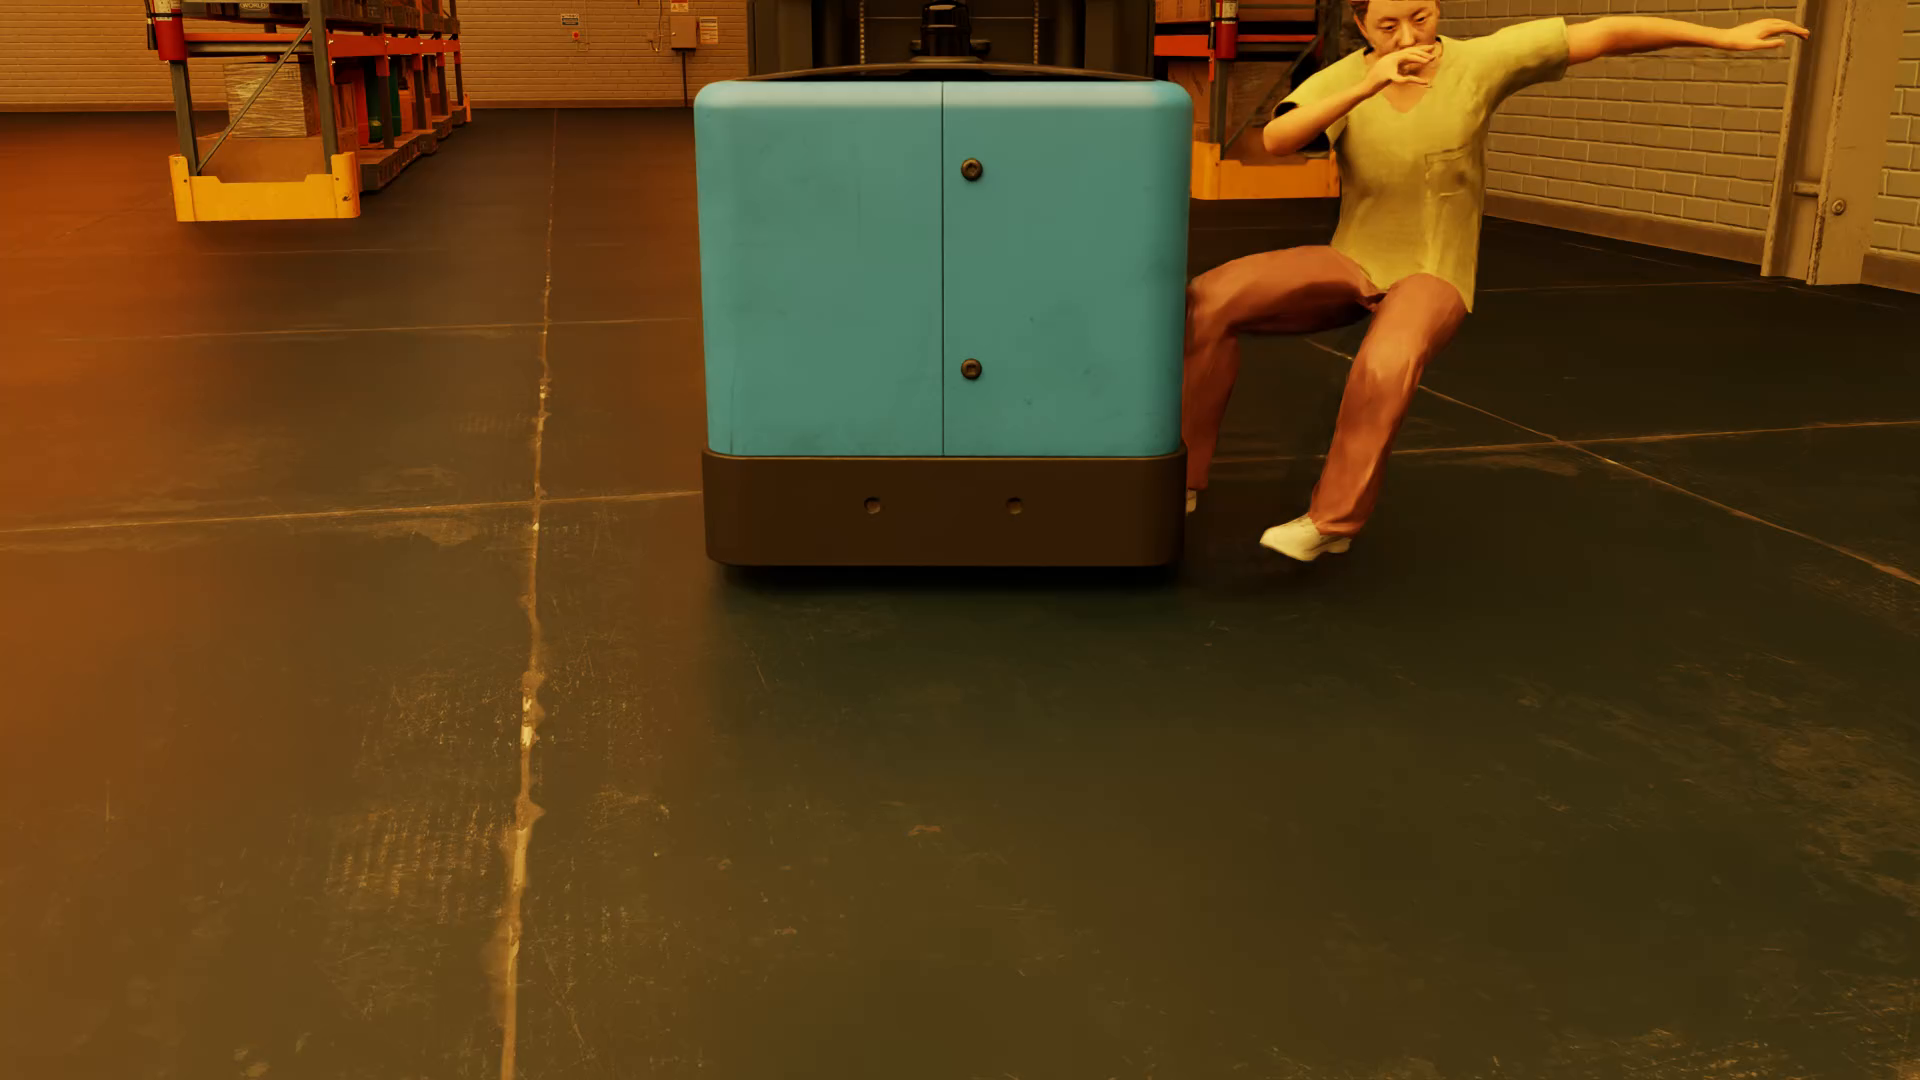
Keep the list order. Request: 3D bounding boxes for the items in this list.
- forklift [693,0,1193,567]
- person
[{"bbox_3d":[-0.022,-1.709,4.623,1.130,2.935,3.031,0,17,0],"label":"forklift"},{"bbox_3d":[1.009,-0.601,3.571,1.378,1.309,0.627,6,18,21],"label":"person"}]
